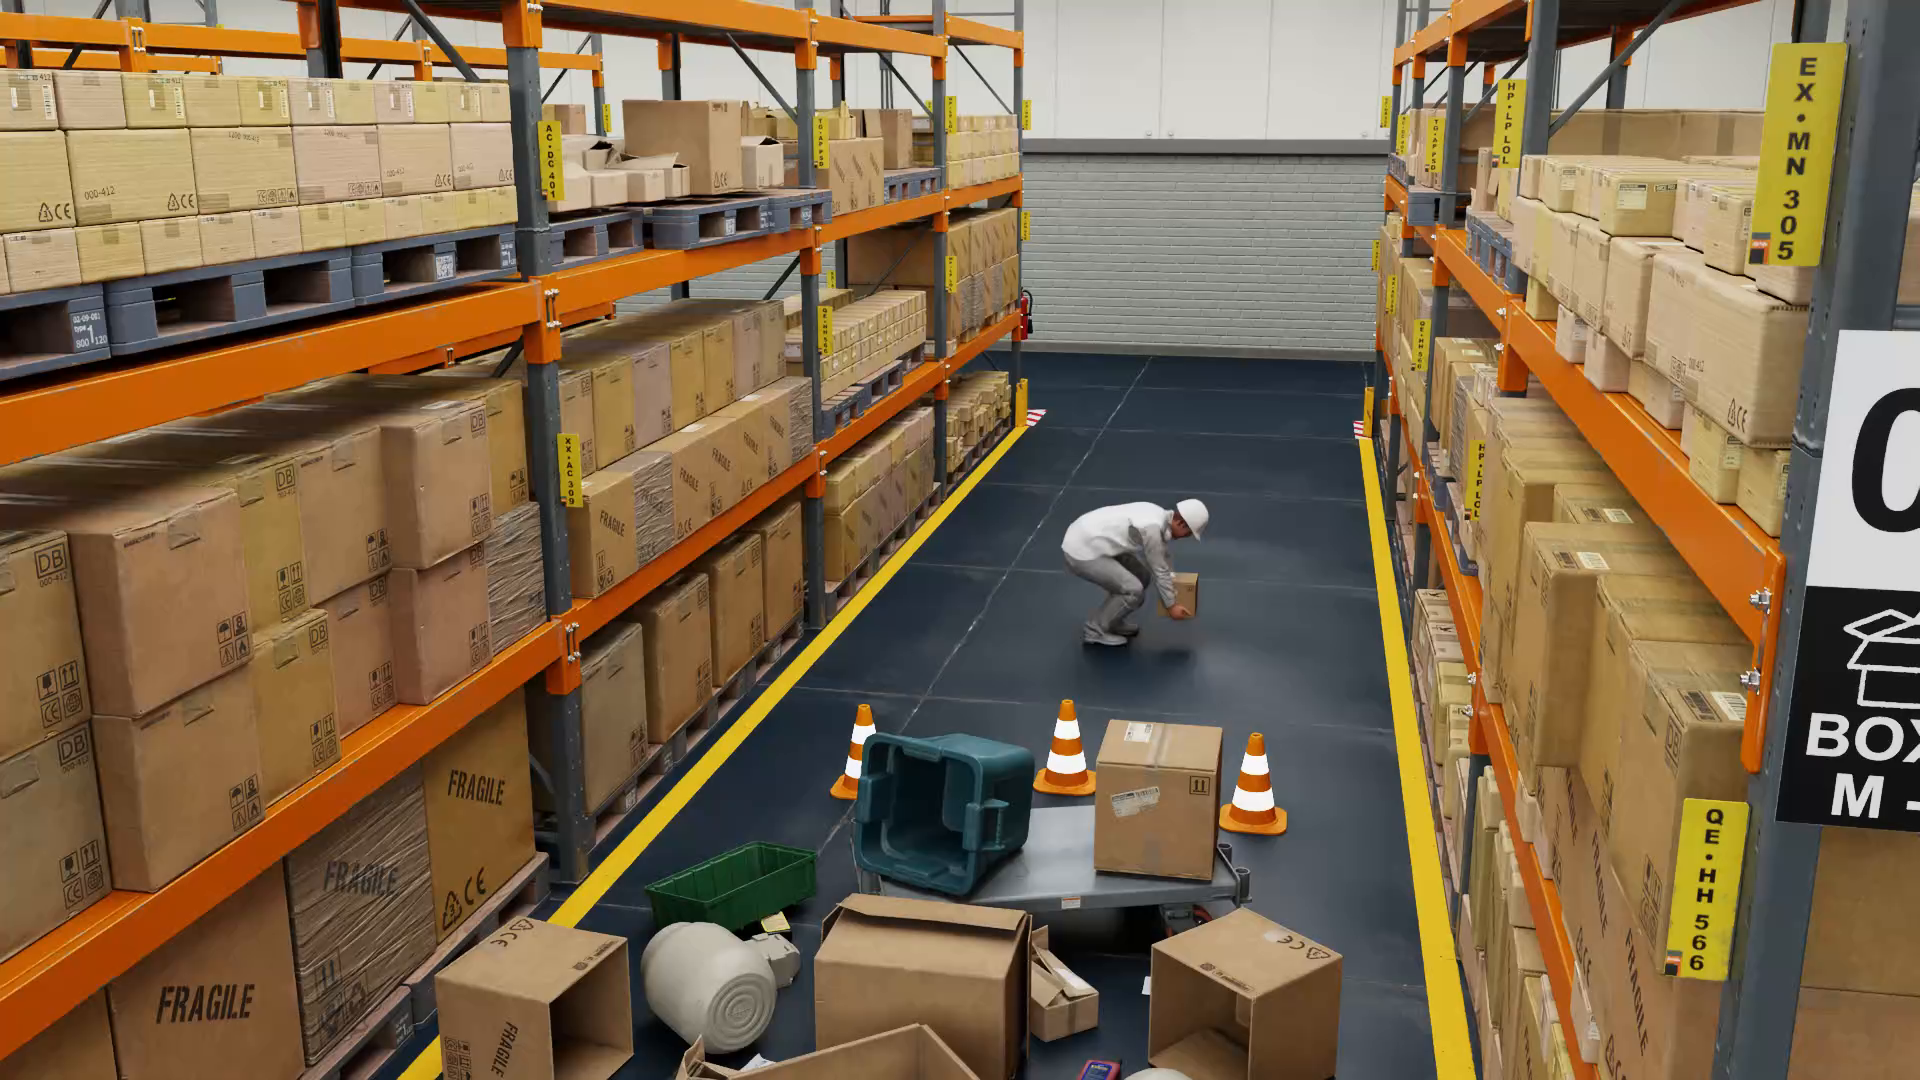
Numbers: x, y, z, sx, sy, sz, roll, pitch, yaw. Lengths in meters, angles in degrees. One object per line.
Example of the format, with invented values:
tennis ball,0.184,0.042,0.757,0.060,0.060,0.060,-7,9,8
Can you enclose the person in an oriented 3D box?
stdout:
person,1.177,0.201,11.254,0.973,0.988,0.506,2,15,9
